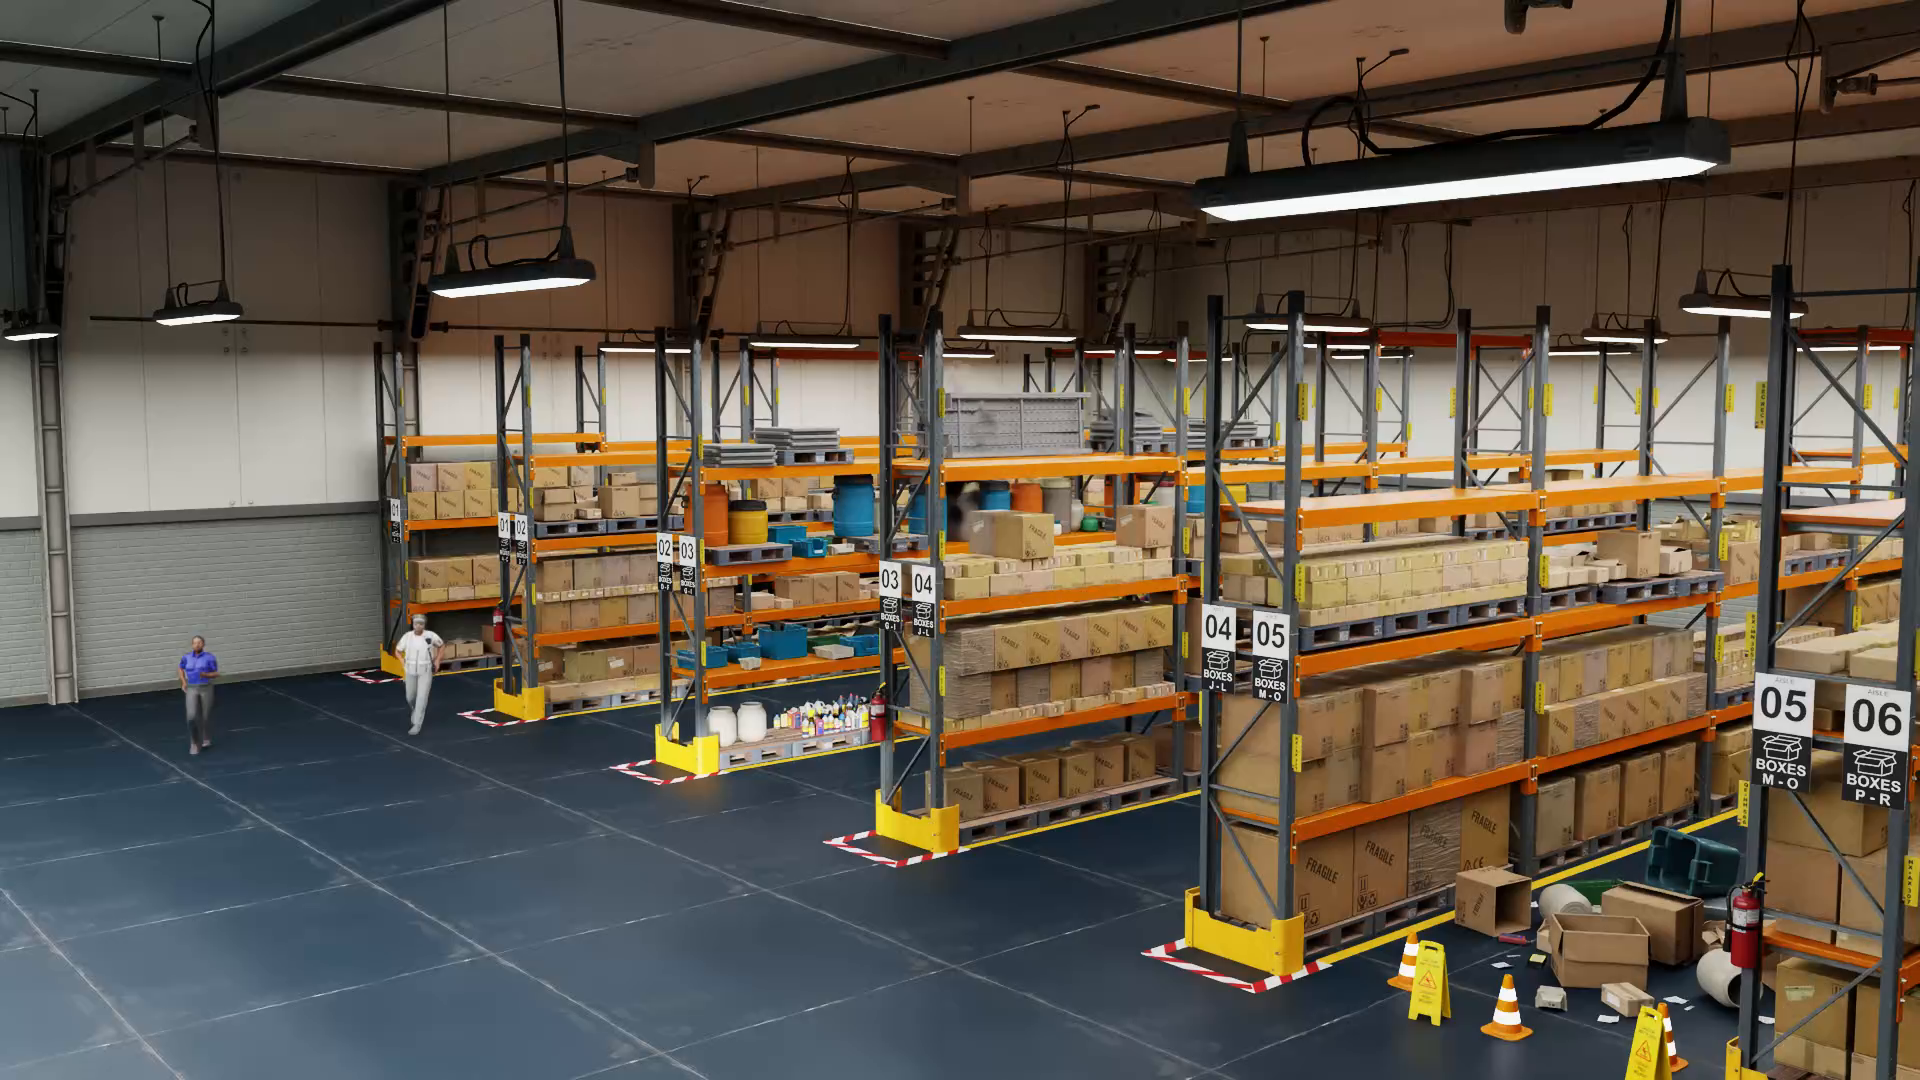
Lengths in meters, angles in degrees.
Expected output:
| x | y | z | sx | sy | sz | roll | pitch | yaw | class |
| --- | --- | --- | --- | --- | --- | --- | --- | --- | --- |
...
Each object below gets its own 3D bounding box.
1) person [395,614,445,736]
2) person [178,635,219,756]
| x | y | z | sx | sy | sz | roll | pitch | yaw | class |
| --- | --- | --- | --- | --- | --- | --- | --- | --- | --- |
| -8.178 | 1.993 | 25.150 | 0.696 | 1.782 | 0.994 | -1 | 5 | -7 | person |
| -10.799 | 2.206 | 23.594 | 0.555 | 1.707 | 0.674 | -2 | 6 | -19 | person |
